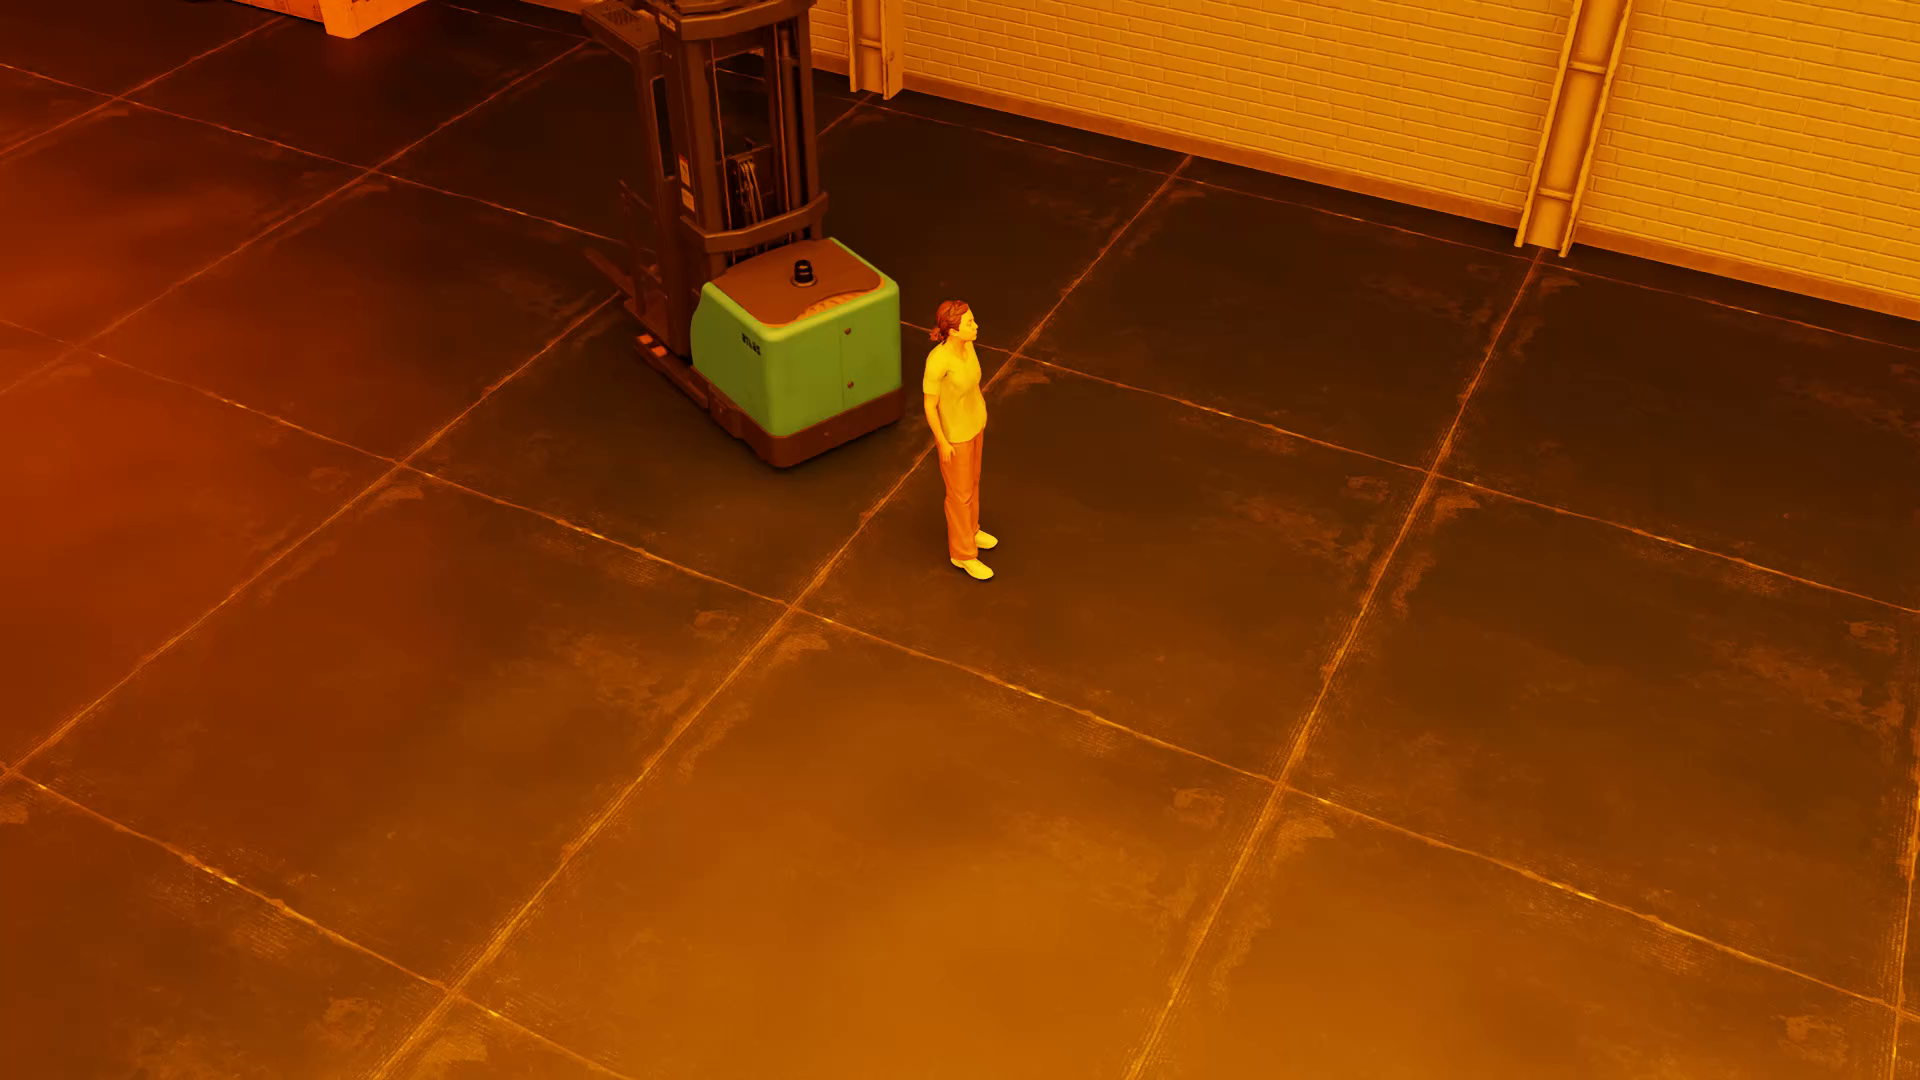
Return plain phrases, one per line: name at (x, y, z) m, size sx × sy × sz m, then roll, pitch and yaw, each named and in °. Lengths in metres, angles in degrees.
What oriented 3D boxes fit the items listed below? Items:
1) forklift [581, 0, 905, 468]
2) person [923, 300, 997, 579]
forklift at (-1.660, -2.485, 10.937) m, size 1.130 × 2.935 × 3.031 m, roll -26°, pitch 47°, yaw -28°
person at (0.061, -0.618, 9.684) m, size 0.548 × 1.673 × 0.554 m, roll 18°, pitch 43°, yaw 21°
